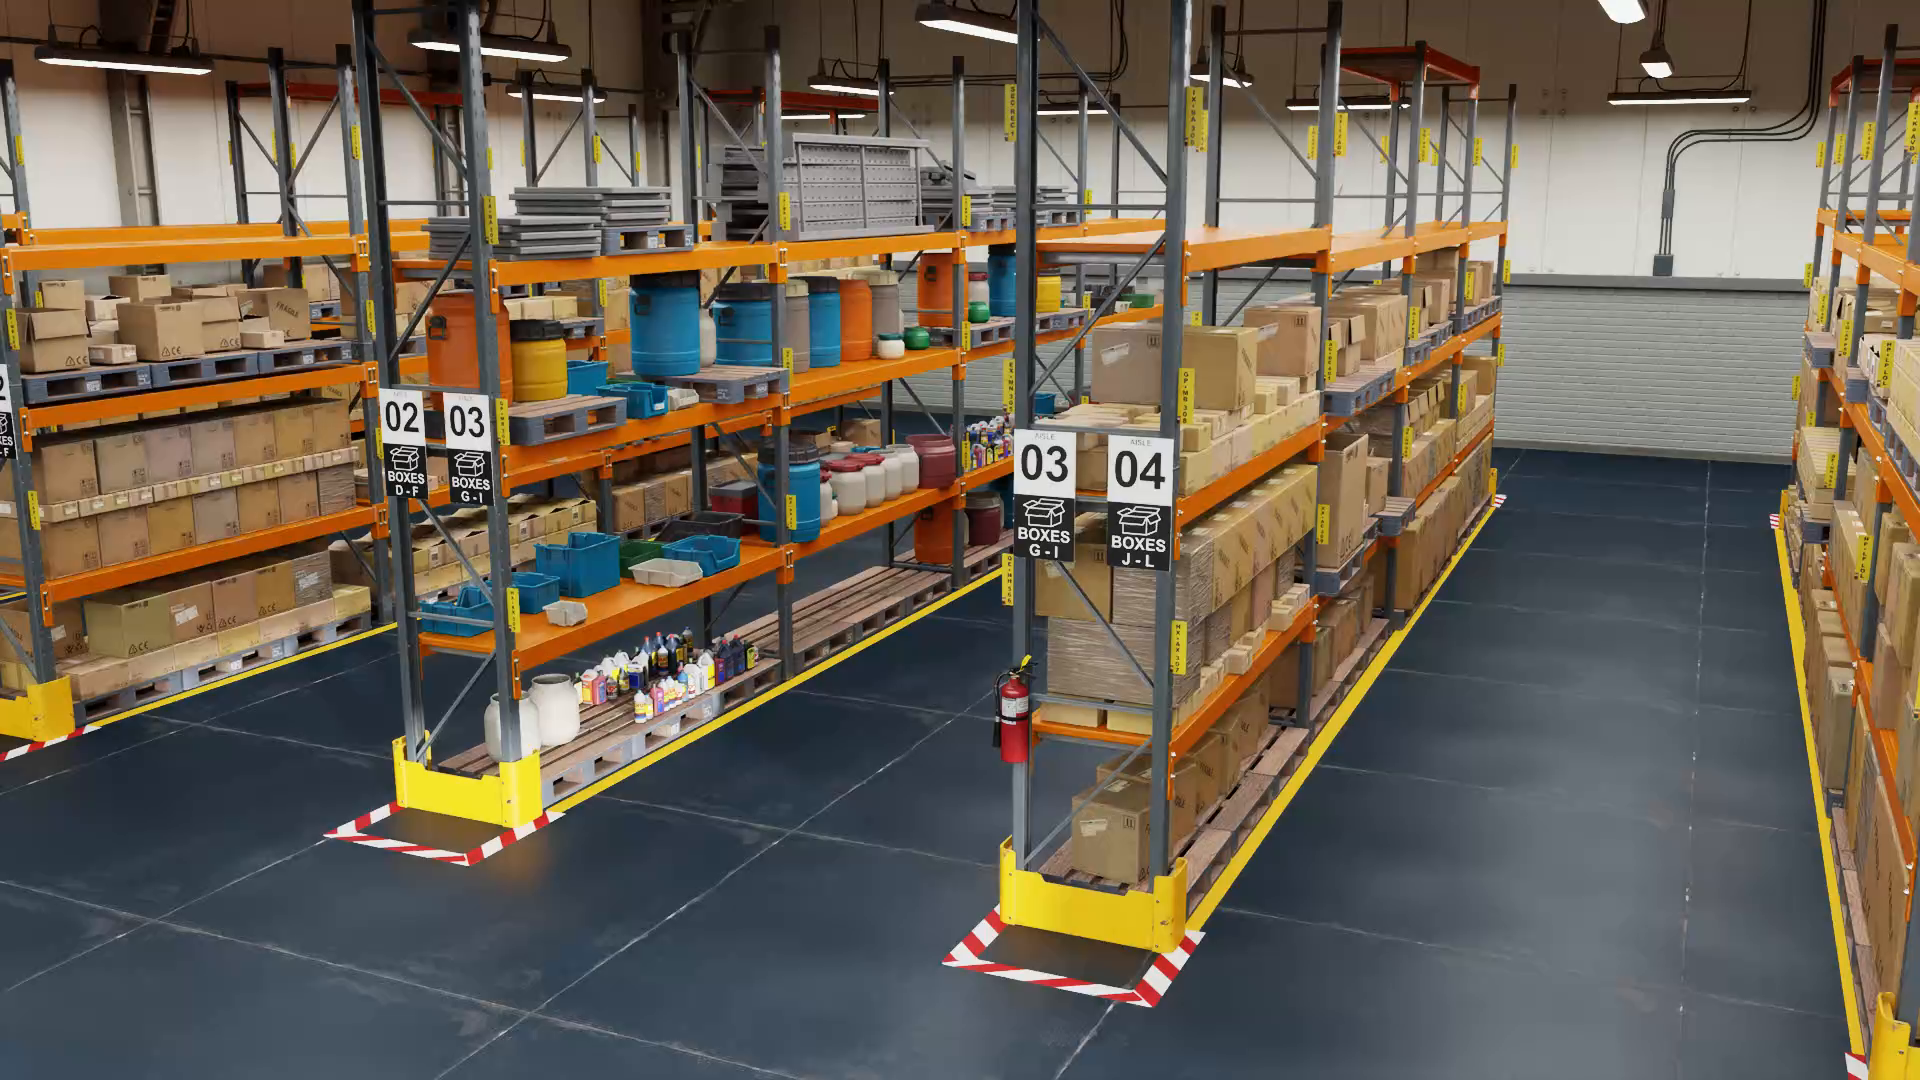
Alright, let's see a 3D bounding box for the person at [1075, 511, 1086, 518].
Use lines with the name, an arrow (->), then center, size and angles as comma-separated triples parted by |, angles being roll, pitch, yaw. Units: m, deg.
person -> 1.176, -0.170, 18.805 | 0.563, 1.724, 0.423 | 5, 13, 22
